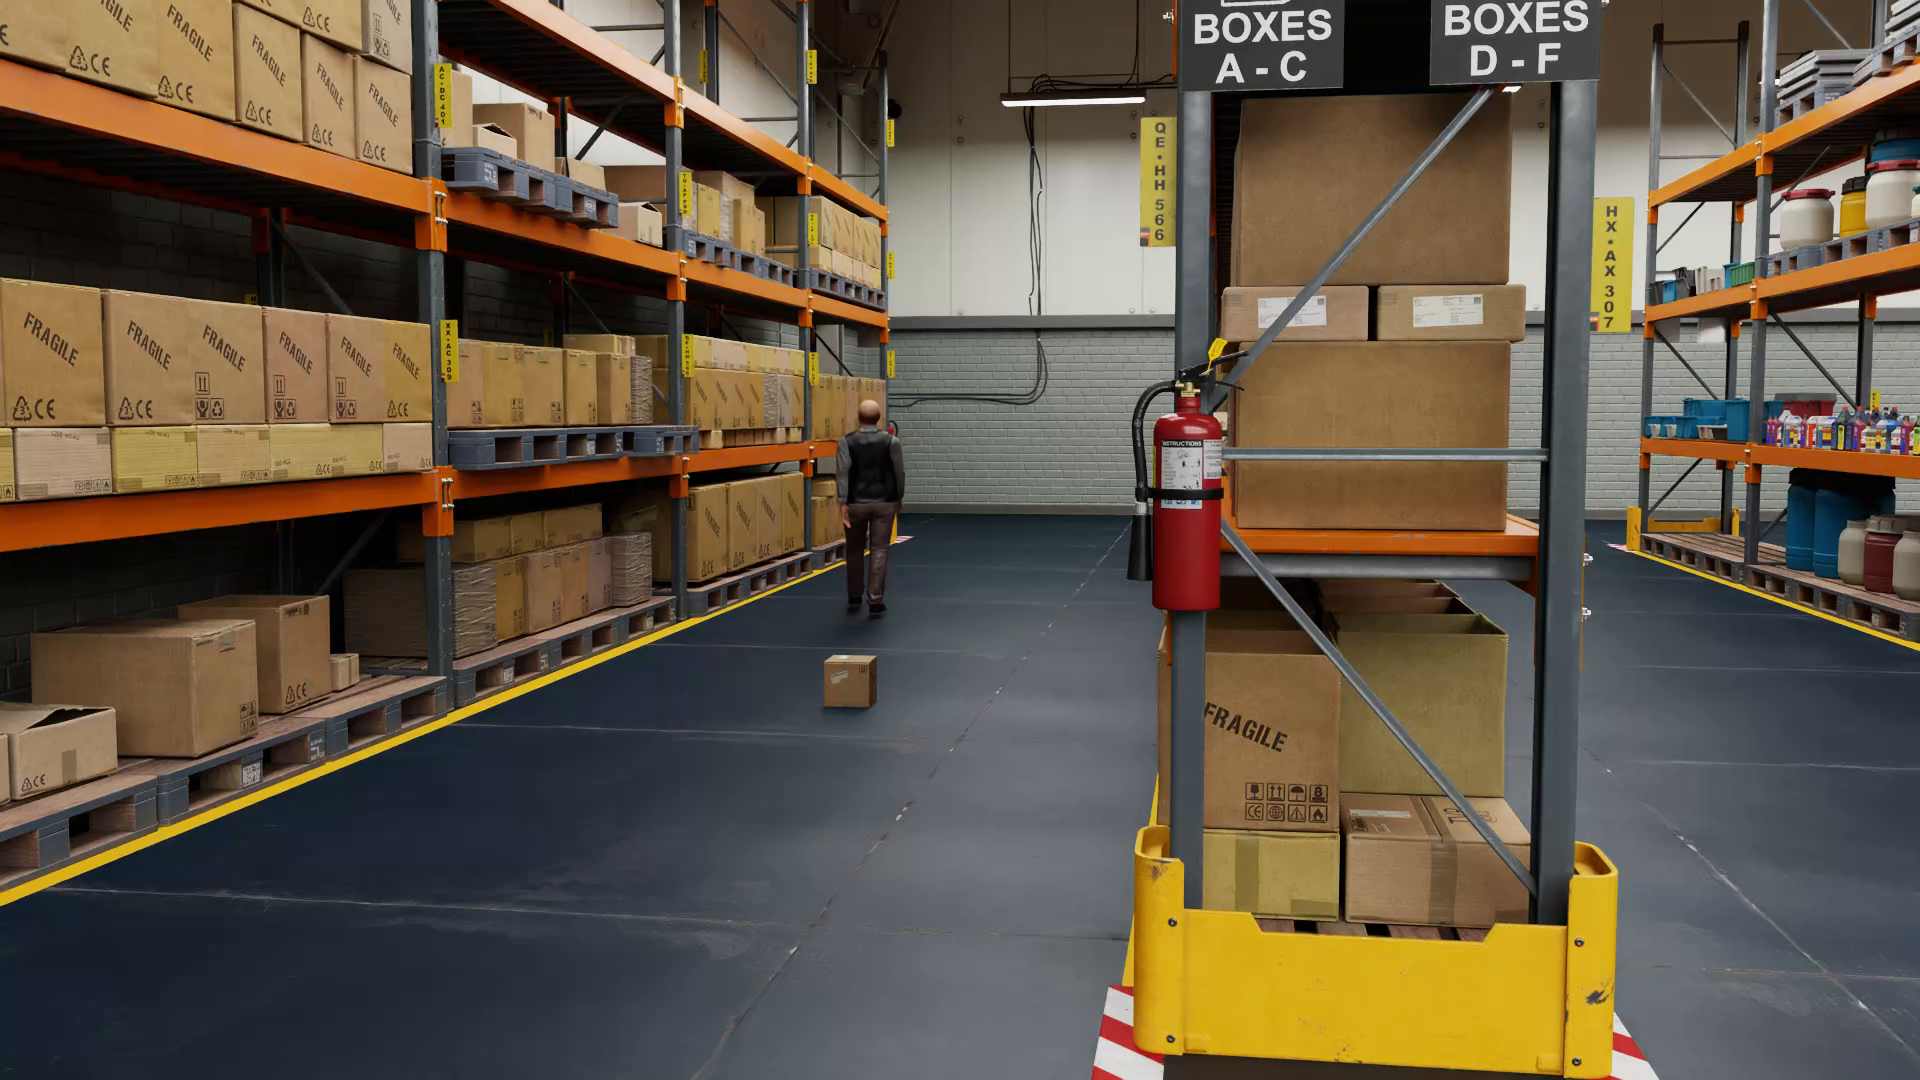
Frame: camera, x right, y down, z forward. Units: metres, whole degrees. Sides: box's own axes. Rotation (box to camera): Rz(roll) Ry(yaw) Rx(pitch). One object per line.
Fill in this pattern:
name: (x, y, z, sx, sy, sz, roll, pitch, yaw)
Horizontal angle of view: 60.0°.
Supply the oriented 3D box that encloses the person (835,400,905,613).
person: (-0.712, -0.287, 13.350, 0.551, 1.671, 0.967, 0, 4, -1)
